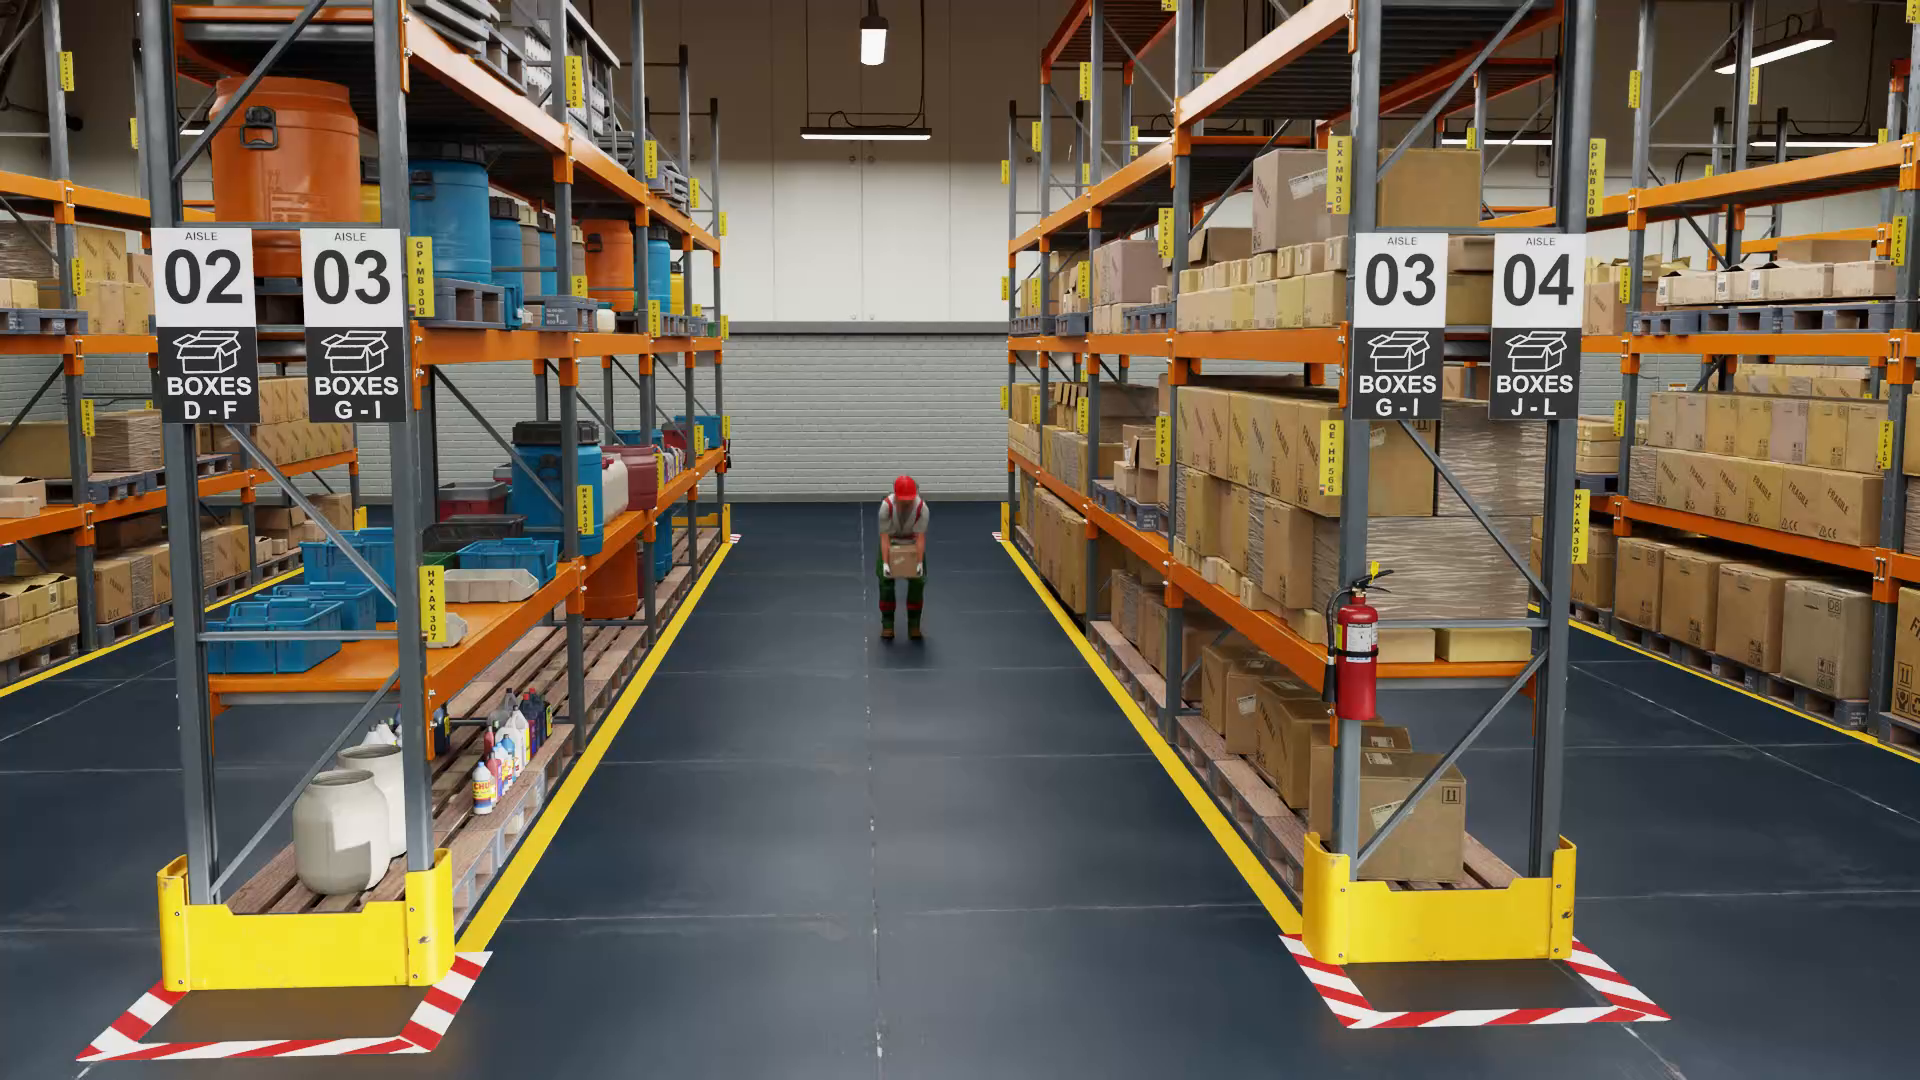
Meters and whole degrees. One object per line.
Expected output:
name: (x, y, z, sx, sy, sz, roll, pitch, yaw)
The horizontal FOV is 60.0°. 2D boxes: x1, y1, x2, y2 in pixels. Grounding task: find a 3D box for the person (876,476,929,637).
person: (-0.530, 0.157, 15.352, 0.485, 1.541, 0.819, -1, 7, -5)
